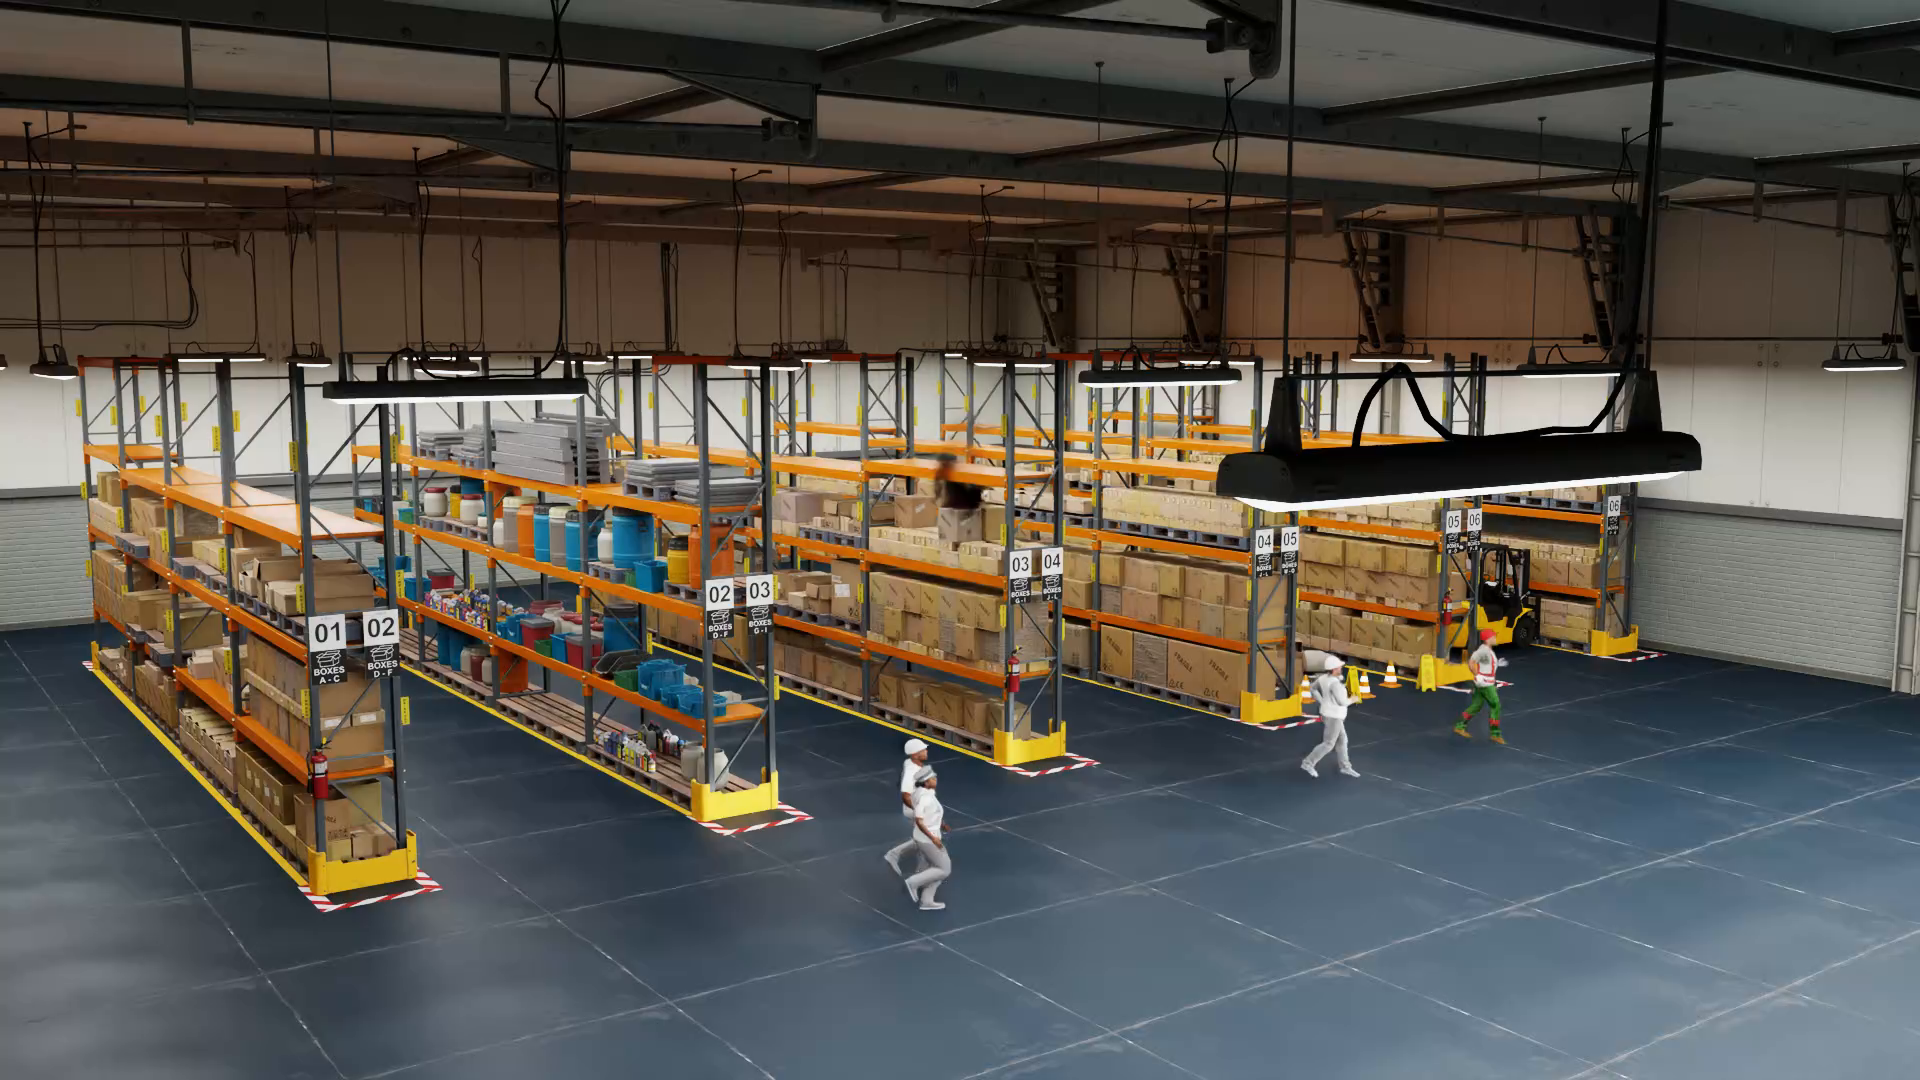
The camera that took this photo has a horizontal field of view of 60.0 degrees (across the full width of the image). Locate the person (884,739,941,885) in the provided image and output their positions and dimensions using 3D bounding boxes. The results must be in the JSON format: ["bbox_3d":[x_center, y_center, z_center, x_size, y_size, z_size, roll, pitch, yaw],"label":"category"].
[{"bbox_3d":[-0.551,3.152,19.259,0.669,1.744,0.693,-1,7,-5],"label":"person"}]

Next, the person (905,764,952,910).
[{"bbox_3d":[-0.359,3.294,18.418,0.552,1.649,0.590,-1,7,-11],"label":"person"}]

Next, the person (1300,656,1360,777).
[{"bbox_3d":[5.333,2.547,23.816,0.918,1.800,0.645,0,7,-3],"label":"person"}]

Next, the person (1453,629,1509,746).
[{"bbox_3d":[8.192,2.290,26.074,0.845,1.839,0.623,1,7,12],"label":"person"}]
